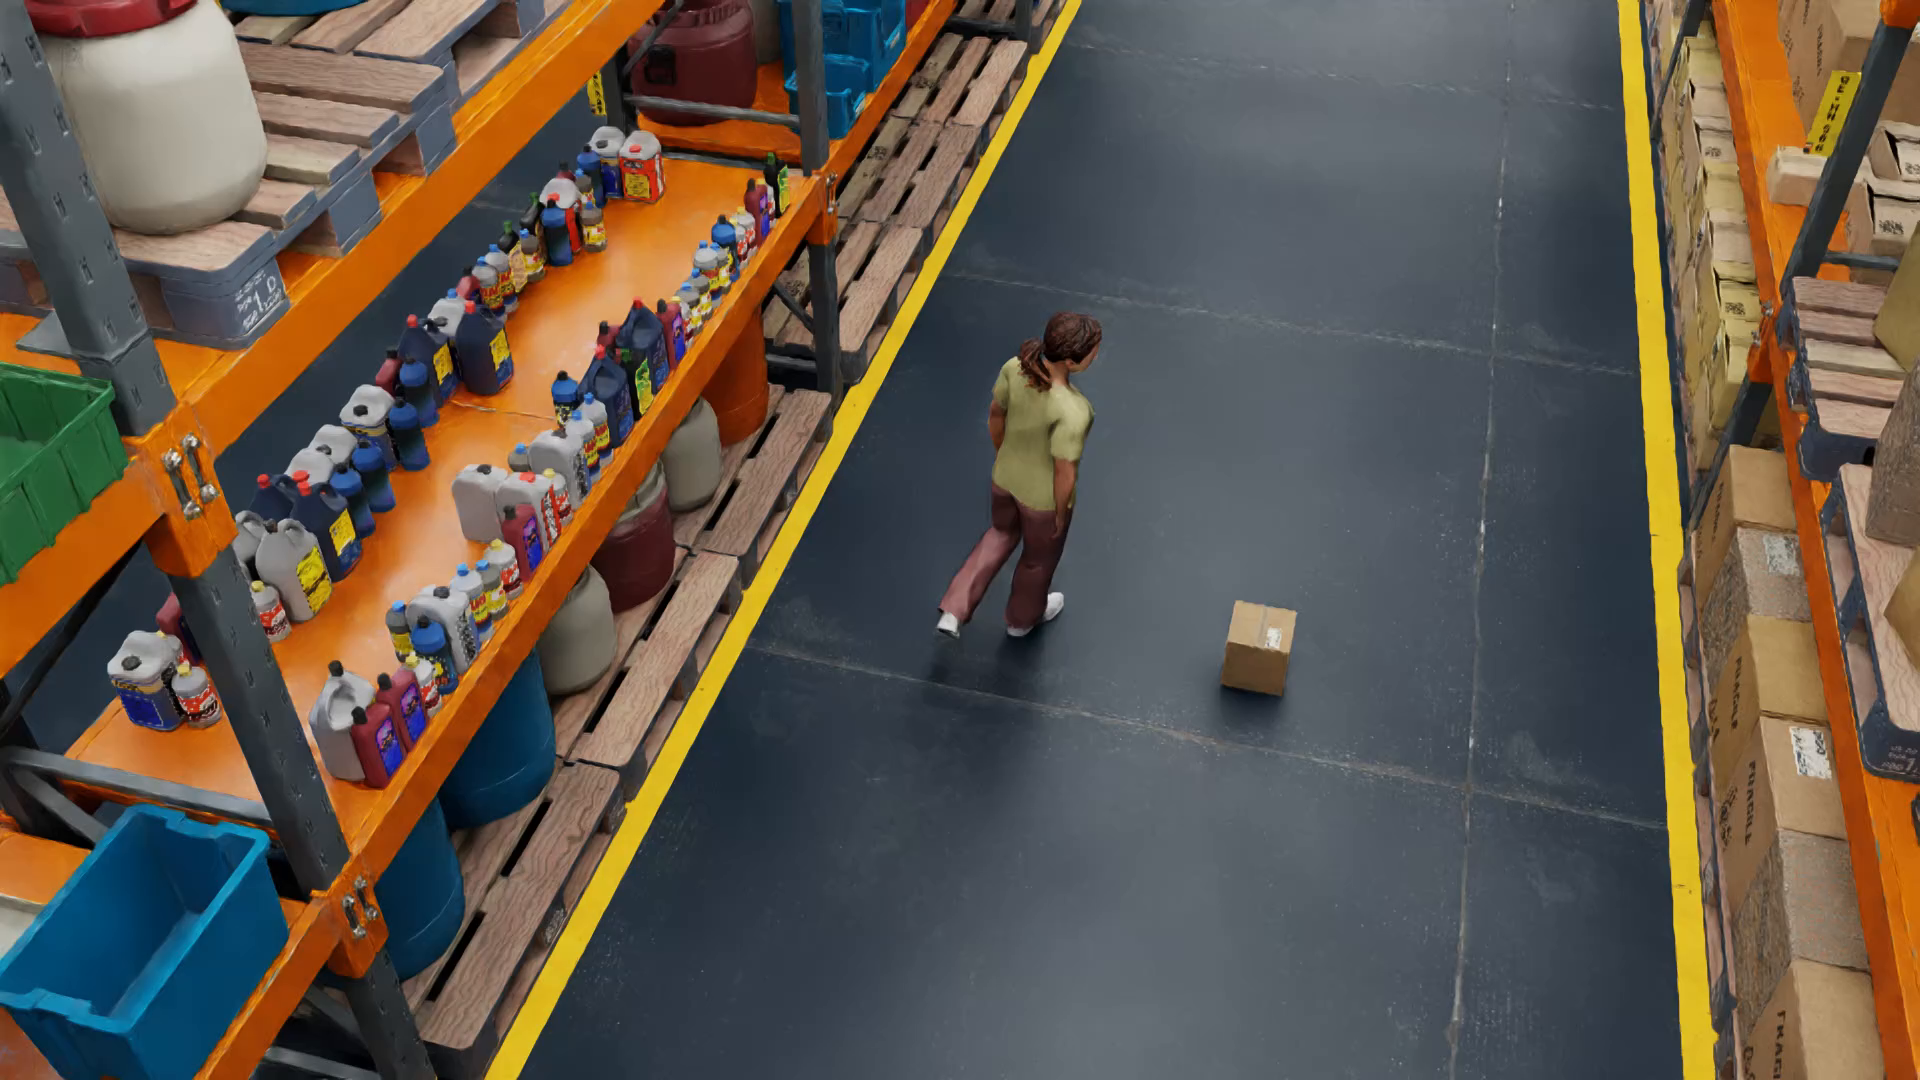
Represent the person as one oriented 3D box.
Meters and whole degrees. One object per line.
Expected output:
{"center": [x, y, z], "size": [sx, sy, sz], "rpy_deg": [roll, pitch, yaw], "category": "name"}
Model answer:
{"center": [0.242, -0.168, 6.347], "size": [0.683, 1.655, 0.498], "rpy_deg": [-33, 51, -32], "category": "person"}
